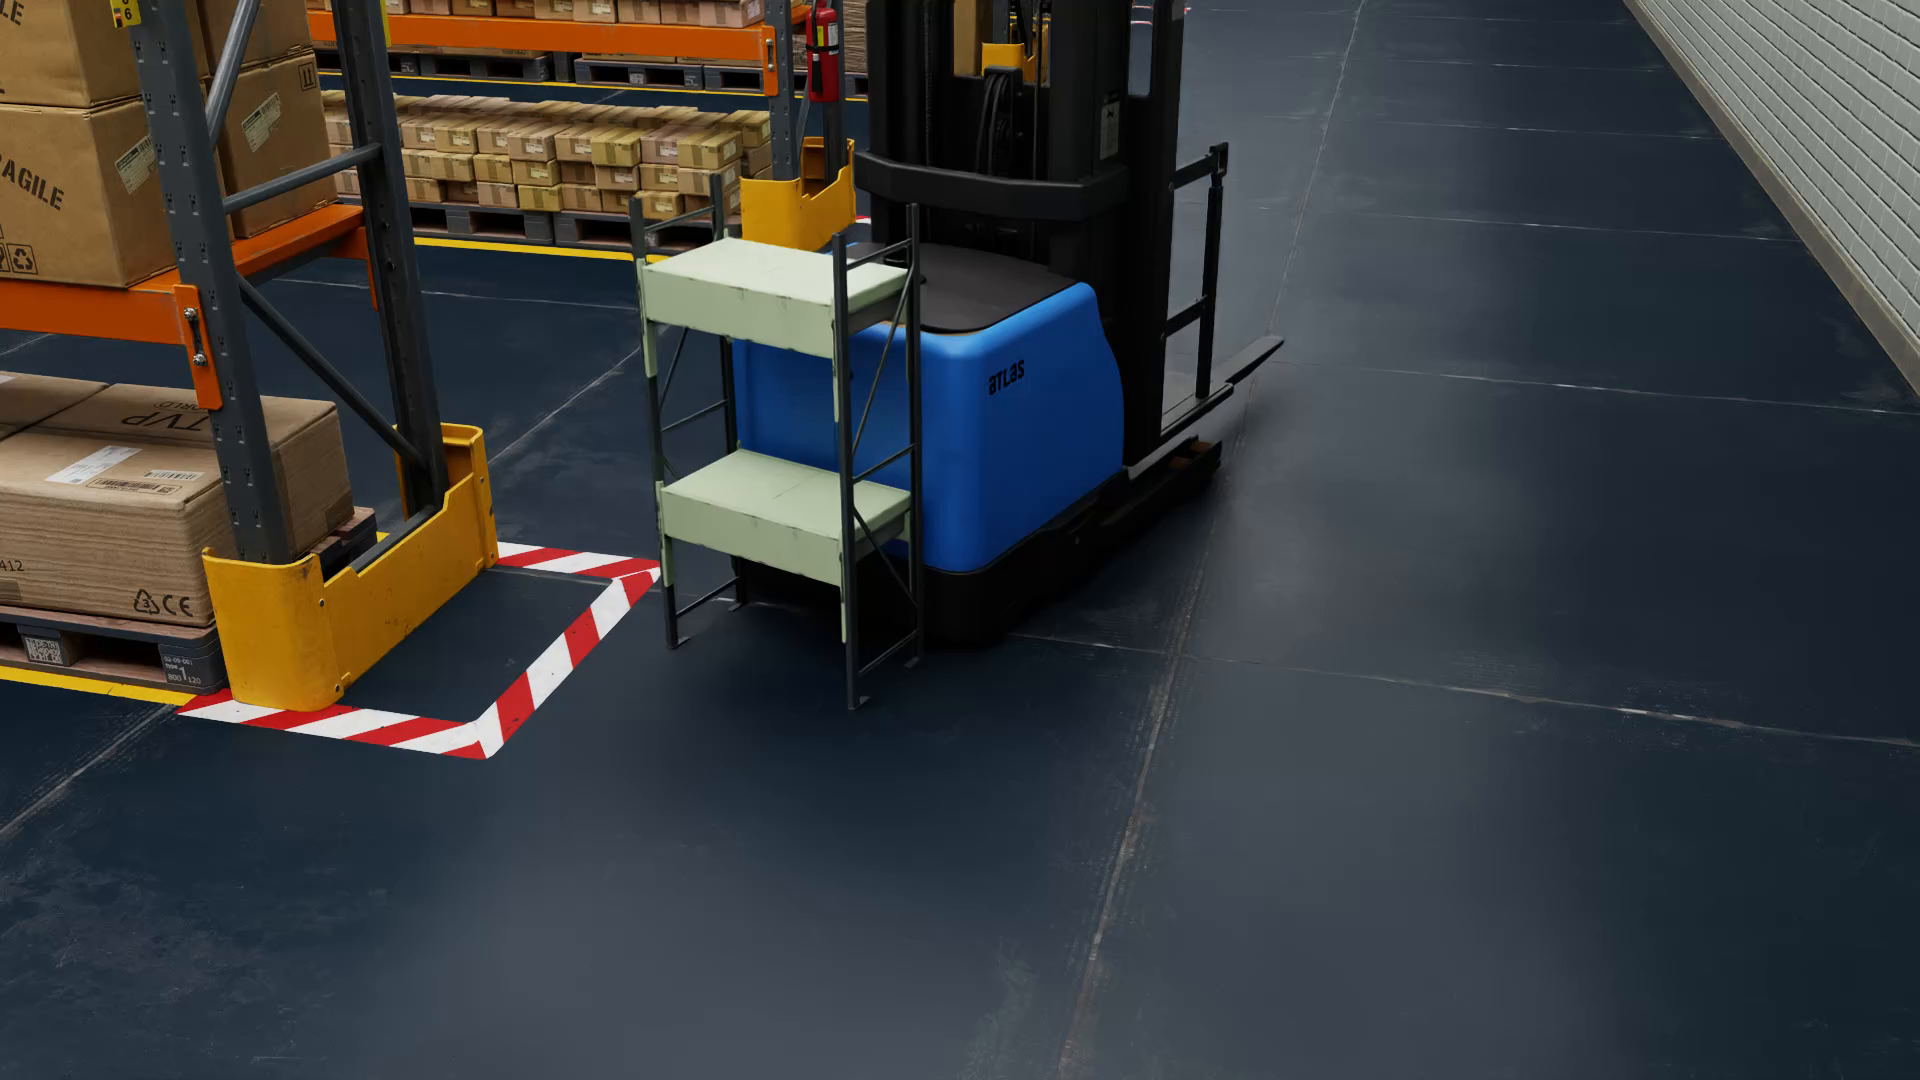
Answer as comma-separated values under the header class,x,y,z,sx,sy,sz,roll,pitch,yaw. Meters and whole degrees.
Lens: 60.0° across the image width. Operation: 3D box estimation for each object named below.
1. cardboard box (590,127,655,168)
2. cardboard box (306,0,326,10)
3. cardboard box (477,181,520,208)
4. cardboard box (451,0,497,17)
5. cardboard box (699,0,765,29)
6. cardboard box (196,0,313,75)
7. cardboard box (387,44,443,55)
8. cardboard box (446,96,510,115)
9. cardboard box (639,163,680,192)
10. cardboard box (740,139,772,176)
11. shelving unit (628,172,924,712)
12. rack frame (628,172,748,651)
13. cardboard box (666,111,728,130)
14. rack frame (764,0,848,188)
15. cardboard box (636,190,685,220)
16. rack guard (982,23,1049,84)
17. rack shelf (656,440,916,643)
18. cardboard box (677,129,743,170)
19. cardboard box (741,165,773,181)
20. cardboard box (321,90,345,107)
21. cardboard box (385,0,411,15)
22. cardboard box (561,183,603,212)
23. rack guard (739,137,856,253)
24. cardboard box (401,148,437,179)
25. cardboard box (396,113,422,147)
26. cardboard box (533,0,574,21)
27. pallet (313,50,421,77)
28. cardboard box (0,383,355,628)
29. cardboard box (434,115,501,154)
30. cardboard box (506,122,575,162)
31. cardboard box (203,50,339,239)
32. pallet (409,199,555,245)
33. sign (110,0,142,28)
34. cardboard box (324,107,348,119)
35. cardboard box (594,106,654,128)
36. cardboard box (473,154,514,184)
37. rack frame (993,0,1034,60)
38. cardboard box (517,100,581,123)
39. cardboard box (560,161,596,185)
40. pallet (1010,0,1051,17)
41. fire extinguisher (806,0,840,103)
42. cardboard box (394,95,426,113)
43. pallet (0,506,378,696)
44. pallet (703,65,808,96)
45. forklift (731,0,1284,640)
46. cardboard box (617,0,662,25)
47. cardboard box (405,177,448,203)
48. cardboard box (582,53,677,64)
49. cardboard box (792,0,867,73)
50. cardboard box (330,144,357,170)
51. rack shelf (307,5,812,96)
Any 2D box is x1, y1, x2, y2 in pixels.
class,x,y,z,sx,sy,sz,roll,pitch,yaw
cardboard box,-1.964,-2.299,9.726,0.250,0.149,0.380,6,26,12
cardboard box,-3.756,-3.265,9.910,0.250,0.149,0.380,5,26,11
cardboard box,-2.712,-2.133,10.068,0.250,0.149,0.380,7,26,14
cardboard box,-2.750,-3.151,9.672,0.250,0.149,0.380,7,26,14
cardboard box,-1.263,-2.955,9.260,0.250,0.149,0.380,6,26,13
cardboard box,-2.406,-1.746,5.149,0.500,0.500,0.500,6,26,12
cardboard box,-4.908,-5.019,15.287,0.875,0.875,1.225,5,26,11
cardboard box,-3.060,-2.712,10.593,0.250,0.149,0.380,5,26,11
cardboard box,-1.699,-2.176,9.813,0.250,0.149,0.380,6,26,12
cardboard box,-1.320,-2.351,10.181,0.250,0.149,0.380,7,26,15
shelving unit,-0.543,-0.304,5.145,0.755,1.500,0.431,15,29,29
rack frame,-0.853,-0.388,5.319,0.023,1.500,0.400,15,29,29
cardboard box,-1.597,-2.499,10.146,0.250,0.149,0.380,7,26,14
rack frame,-0.877,-3.151,9.380,0.127,3.000,1.000,6,26,13
cardboard box,-1.713,-2.009,9.808,0.250,0.149,0.380,7,26,15
rack guard,0.480,-4.074,14.226,0.348,0.500,1.175,6,26,13
rack shelf,-0.543,-0.010,5.285,0.720,0.370,0.431,15,29,29
cardboard box,-1.453,-2.274,9.672,0.250,0.149,0.380,7,26,14
cardboard box,-1.304,-2.243,10.300,0.250,0.149,0.380,7,26,14
cardboard box,-4.084,-2.810,10.799,0.250,0.149,0.380,7,26,14
cardboard box,-3.270,-3.179,9.730,0.250,0.149,0.380,7,26,15
cardboard box,-2.190,-2.094,9.987,0.250,0.149,0.380,7,26,14
rack guard,-0.950,-2.031,9.934,0.348,0.500,1.175,6,26,13
cardboard box,-3.217,-2.321,10.117,0.250,0.149,0.380,6,26,13
cardboard box,-3.475,-2.487,10.120,0.250,0.149,0.380,7,26,14
cardboard box,-2.242,-3.076,9.514,0.250,0.149,0.380,5,26,11
pallet,-5.369,-4.556,15.573,1.213,0.211,1.003,6,26,13
cardboard box,-2.676,-0.142,5.550,0.875,0.438,0.875,5,26,11
cardboard box,-2.962,-2.450,10.042,0.250,0.149,0.380,6,26,13
cardboard box,-2.473,-2.359,9.851,0.250,0.149,0.380,7,26,15
cardboard box,-2.405,-1.296,5.366,0.500,0.500,0.500,6,26,13
pallet,-2.906,-2.134,10.486,1.213,0.211,1.003,6,26,13
sign,-2.160,-1.485,4.257,0.005,0.325,0.100,6,26,13
cardboard box,-3.959,-2.567,10.288,0.250,0.149,0.380,6,26,12
cardboard box,-2.069,-2.572,10.298,0.250,0.149,0.380,5,26,10
cardboard box,-2.711,-2.266,10.002,0.250,0.149,0.380,8,27,16
rack frame,0.456,-5.205,13.694,0.127,3.000,1.000,6,26,13
cardboard box,-2.579,-2.653,10.468,0.250,0.149,0.380,7,26,14
cardboard box,-2.197,-2.252,9.973,0.250,0.149,0.380,6,26,12
pallet,0.901,-6.113,18.844,1.213,0.211,1.003,6,26,13
fire extinguisher,-0.748,-2.729,9.016,0.183,0.674,0.296,6,26,13
cardboard box,-3.609,-2.726,10.623,0.250,0.149,0.380,7,26,15
pallet,-2.806,0.126,5.739,1.213,0.211,1.003,6,26,13
pallet,-1.515,-4.131,14.681,1.213,0.211,1.003,6,26,13
forklift,0.405,-1.585,6.170,1.130,2.935,3.031,15,29,29
cardboard box,-1.741,-3.018,9.392,0.250,0.149,0.380,6,26,12
cardboard box,-3.211,-2.187,10.183,0.250,0.149,0.380,6,26,12
cardboard box,-2.798,-4.760,14.742,0.875,0.875,0.875,6,26,13
cardboard box,-1.065,-4.568,14.339,0.875,0.875,0.875,6,26,13
cardboard box,-3.706,-2.413,10.312,0.250,0.149,0.380,5,26,10
rack shelf,-2.814,-3.041,9.984,4.000,0.370,1.077,6,26,13
